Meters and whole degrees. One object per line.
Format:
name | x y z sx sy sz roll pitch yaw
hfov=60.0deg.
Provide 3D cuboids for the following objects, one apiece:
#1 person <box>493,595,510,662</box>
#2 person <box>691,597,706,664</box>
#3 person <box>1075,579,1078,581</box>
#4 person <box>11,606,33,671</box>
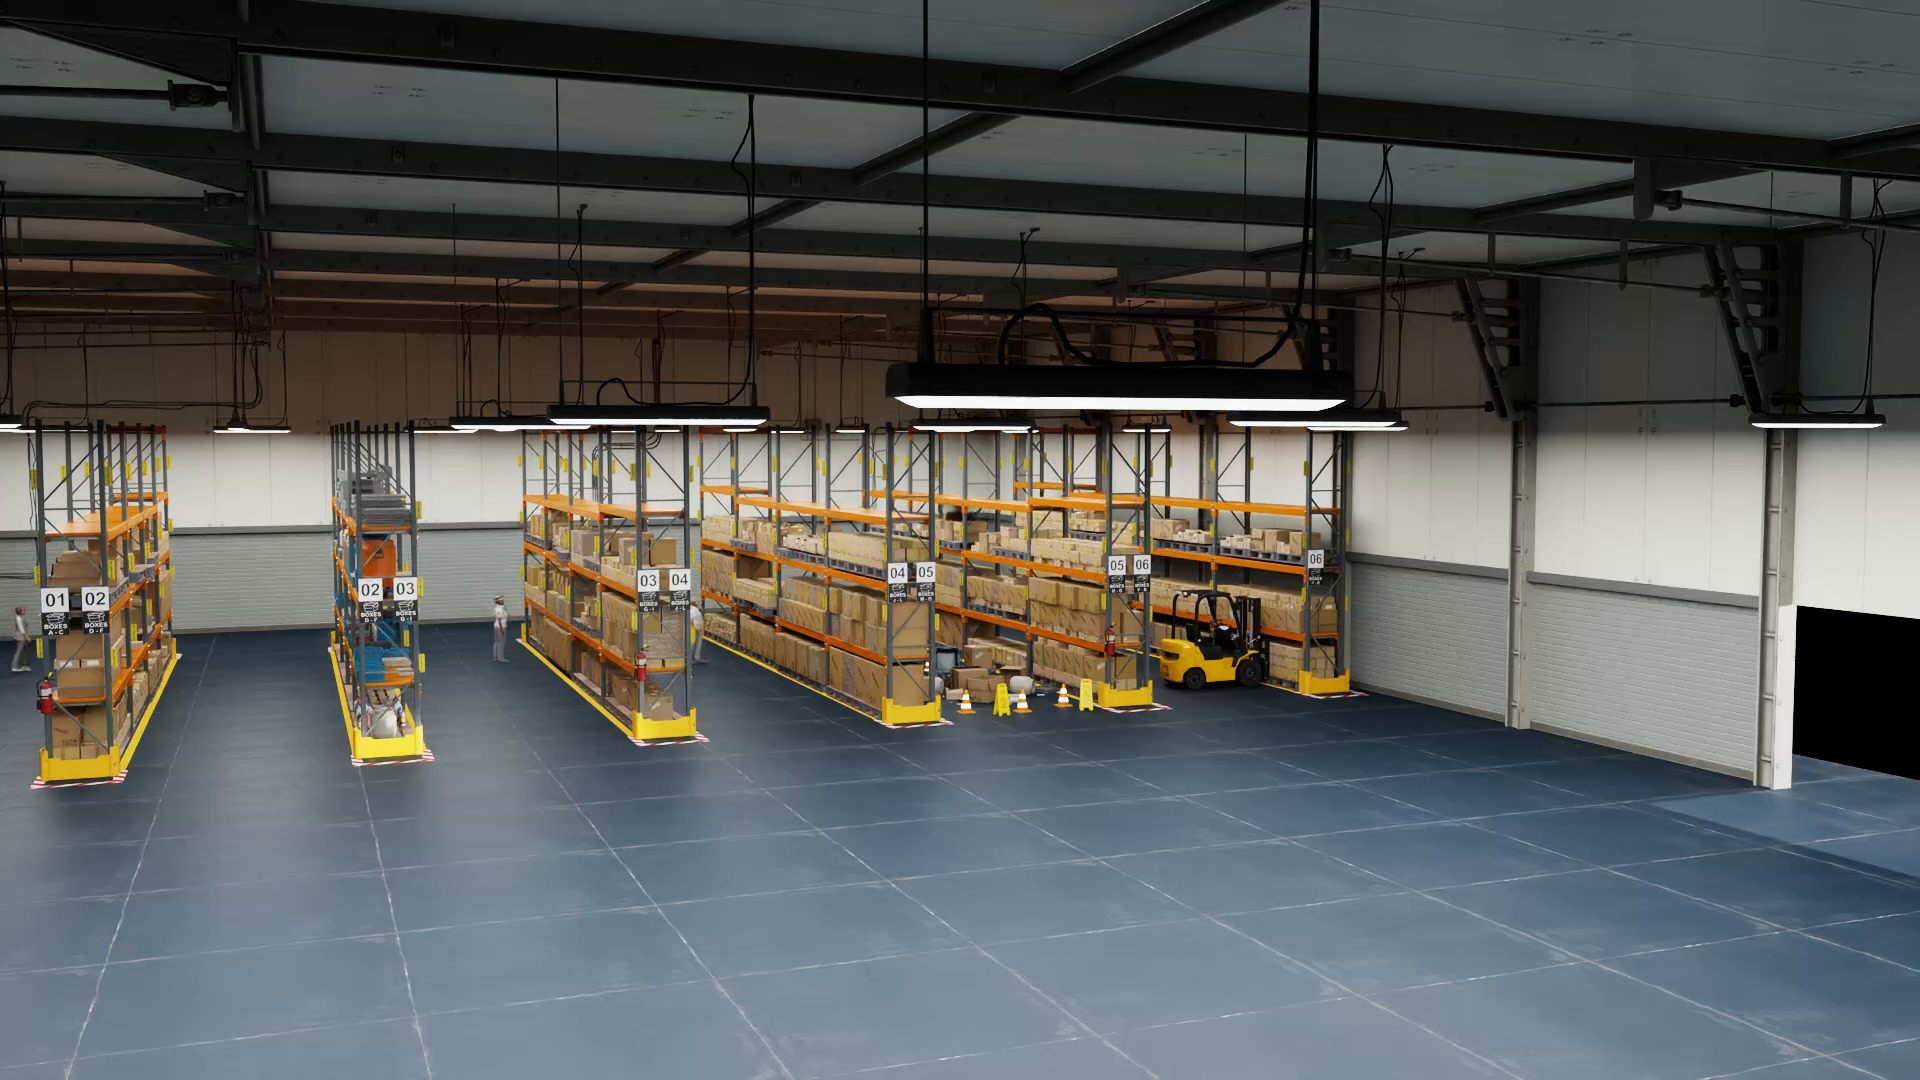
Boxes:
person | -11.638 2.241 42.232 0.409 1.684 0.528 -2 4 -26
person | -6.669 2.274 41.949 0.462 1.676 0.516 2 4 23
person | 3.005 1.934 44.367 0.628 1.800 0.771 -2 4 -35
person | -22.780 2.415 40.400 0.478 1.640 0.585 3 5 39
